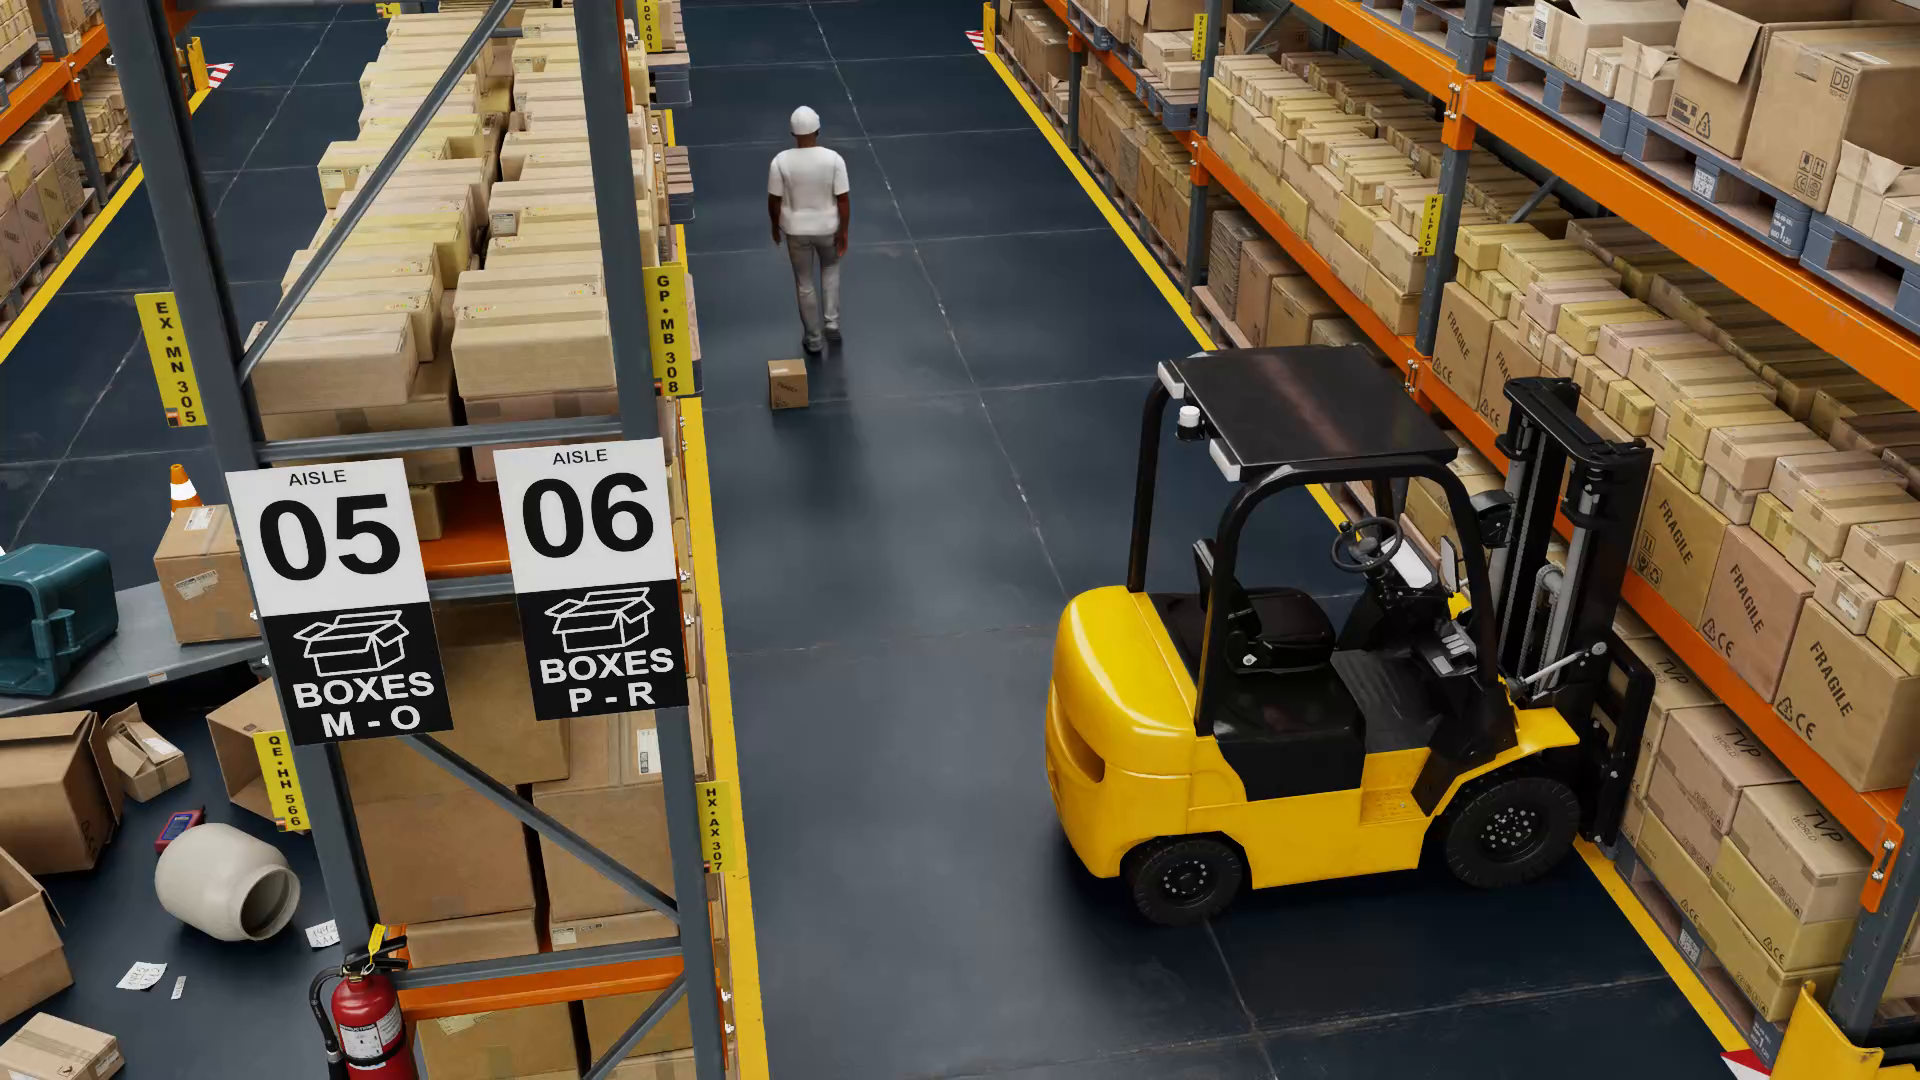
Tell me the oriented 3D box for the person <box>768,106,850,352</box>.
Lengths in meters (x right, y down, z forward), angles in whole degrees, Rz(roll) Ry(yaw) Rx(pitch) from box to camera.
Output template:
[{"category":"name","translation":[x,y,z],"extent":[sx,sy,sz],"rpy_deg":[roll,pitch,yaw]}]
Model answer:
[{"category":"person","translation":[-1.075,-2.212,11.875],"extent":[0.566,1.816,0.498],"rpy_deg":[-5,31,-8]}]
